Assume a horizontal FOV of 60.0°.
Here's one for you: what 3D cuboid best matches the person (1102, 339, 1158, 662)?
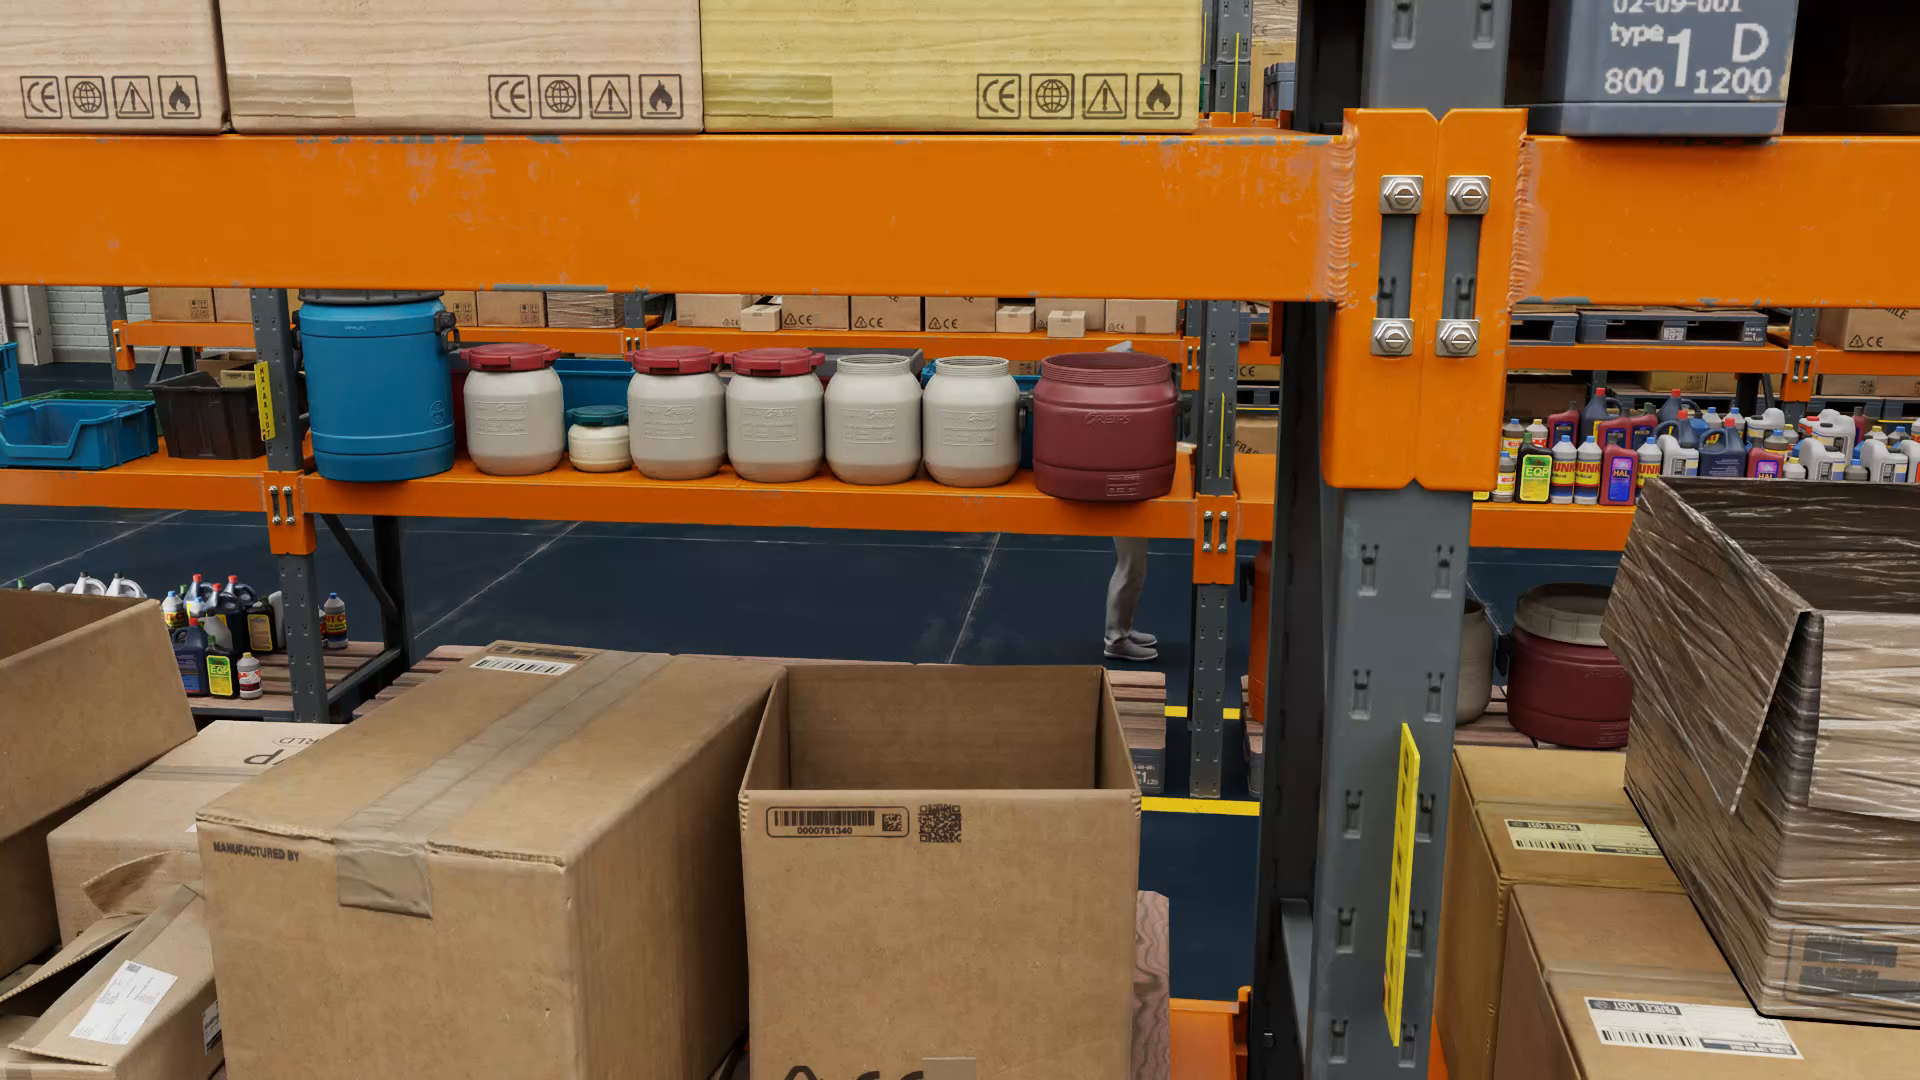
[{"bbox_3d":[0.952,-0.218,8.804,0.554,1.690,0.465,2,14,6],"label":"person"}]
